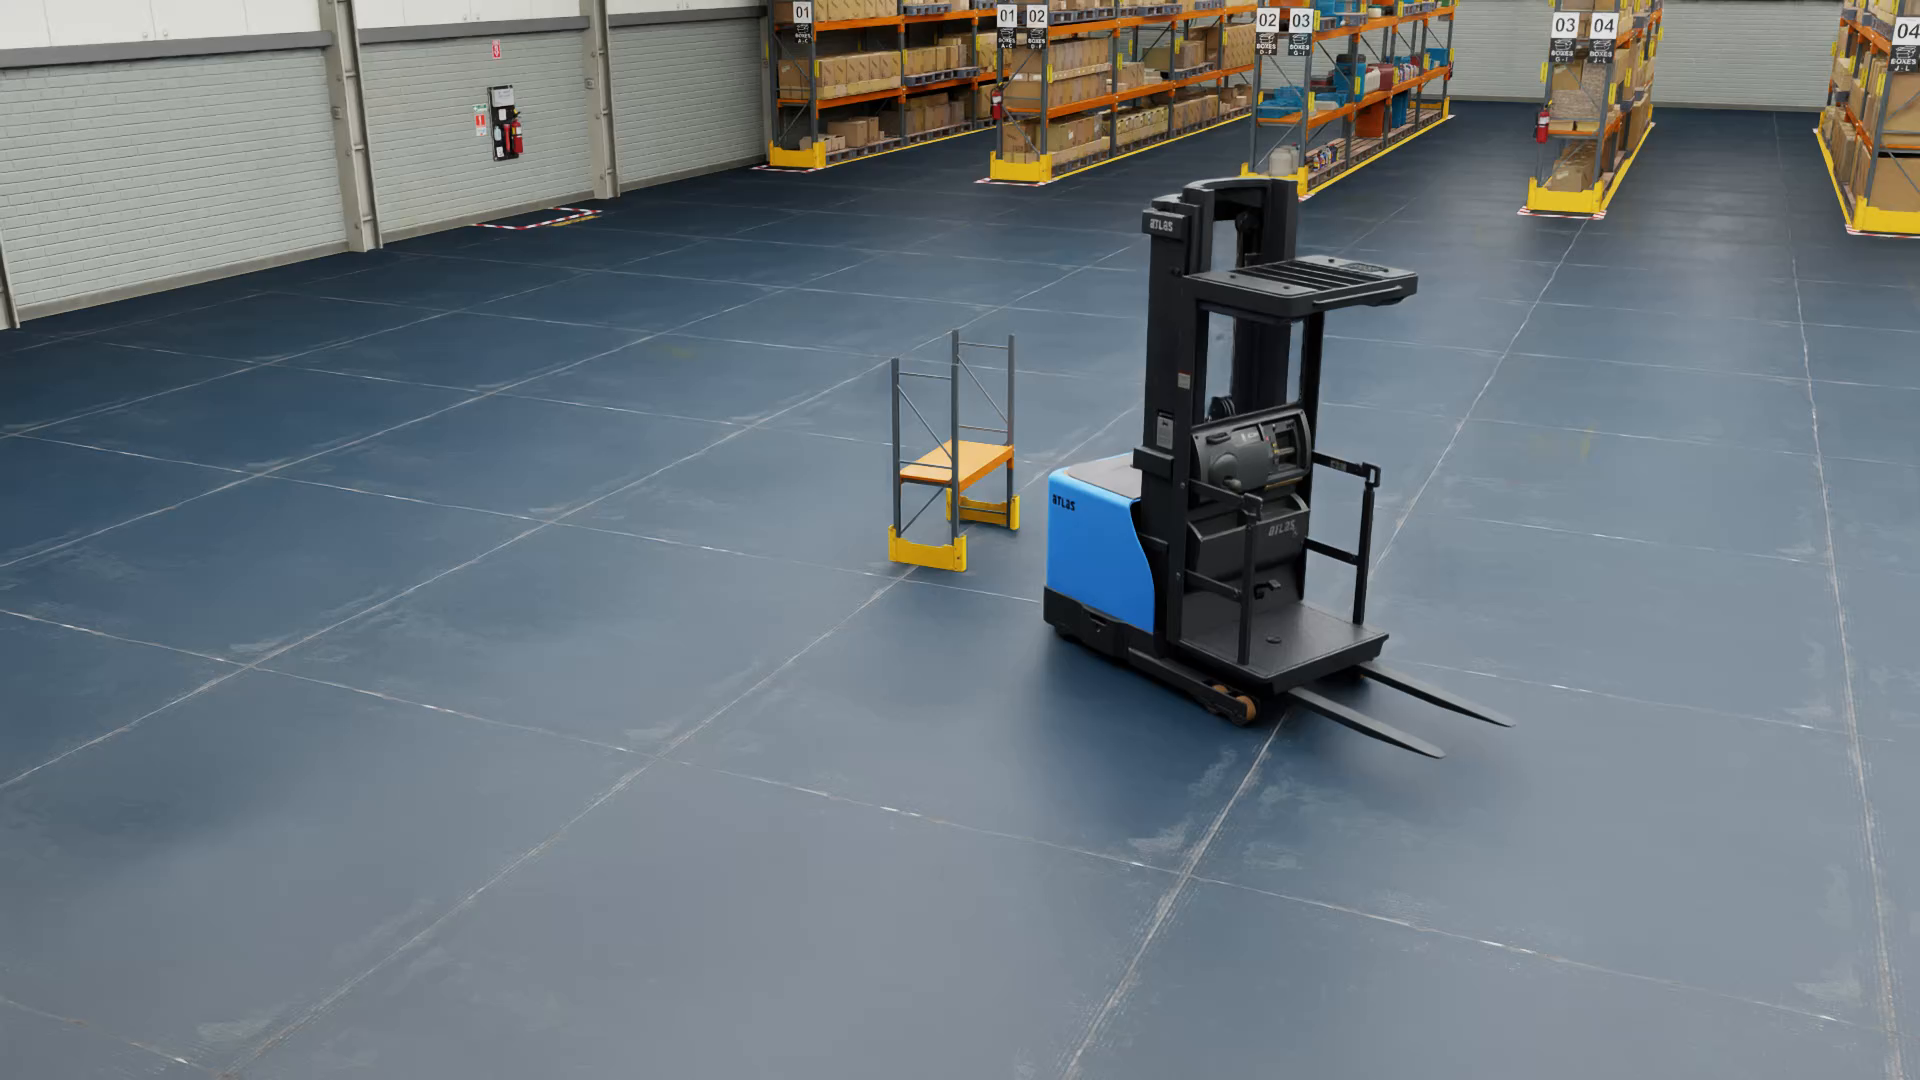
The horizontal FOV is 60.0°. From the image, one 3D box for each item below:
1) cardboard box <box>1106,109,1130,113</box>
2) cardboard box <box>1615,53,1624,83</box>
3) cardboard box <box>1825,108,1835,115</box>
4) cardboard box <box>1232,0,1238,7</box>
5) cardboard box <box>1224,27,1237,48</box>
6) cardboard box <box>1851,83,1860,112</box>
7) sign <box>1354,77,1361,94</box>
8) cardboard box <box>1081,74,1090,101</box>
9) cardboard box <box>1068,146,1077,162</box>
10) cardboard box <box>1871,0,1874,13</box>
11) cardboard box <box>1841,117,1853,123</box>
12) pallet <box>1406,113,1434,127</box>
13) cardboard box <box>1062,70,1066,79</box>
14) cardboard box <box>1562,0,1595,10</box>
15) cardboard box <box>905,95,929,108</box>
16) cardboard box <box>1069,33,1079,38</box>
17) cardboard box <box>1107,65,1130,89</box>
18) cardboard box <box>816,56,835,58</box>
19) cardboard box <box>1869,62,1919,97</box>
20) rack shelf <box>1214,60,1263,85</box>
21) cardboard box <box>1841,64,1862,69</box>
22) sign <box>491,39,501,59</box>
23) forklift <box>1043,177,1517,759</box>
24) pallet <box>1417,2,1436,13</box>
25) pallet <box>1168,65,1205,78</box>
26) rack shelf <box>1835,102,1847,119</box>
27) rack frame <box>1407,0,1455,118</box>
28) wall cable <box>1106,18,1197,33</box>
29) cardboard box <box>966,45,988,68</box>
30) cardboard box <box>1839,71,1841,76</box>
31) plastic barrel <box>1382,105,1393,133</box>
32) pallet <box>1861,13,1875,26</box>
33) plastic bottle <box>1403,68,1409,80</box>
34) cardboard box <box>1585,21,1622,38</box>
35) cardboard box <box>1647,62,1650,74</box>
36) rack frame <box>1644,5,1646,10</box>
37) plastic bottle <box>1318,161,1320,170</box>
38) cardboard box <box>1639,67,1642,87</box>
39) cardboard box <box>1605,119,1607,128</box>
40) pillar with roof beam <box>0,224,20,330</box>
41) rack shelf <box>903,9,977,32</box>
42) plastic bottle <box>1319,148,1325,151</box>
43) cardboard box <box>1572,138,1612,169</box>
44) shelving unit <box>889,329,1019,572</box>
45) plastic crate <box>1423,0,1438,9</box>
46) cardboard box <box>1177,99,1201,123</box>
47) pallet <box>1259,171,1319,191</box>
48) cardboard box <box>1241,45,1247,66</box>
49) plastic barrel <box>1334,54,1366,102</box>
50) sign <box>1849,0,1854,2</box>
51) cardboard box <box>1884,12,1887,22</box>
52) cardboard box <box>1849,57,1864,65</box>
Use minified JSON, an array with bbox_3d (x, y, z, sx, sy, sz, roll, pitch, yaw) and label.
[{"bbox_3d":[3.549,-9.530,37.430,0.500,0.311,0.500,8,21,21],"label":"cardboard box"},{"bbox_3d":[11.298,-8.243,29.084,0.500,0.500,0.500,9,21,23],"label":"cardboard box"},{"bbox_3d":[20.498,-10.036,38.951,0.380,0.149,0.250,8,21,23],"label":"cardboard box"},{"bbox_3d":[6.722,-13.633,42.074,0.500,0.250,0.500,9,21,23],"label":"cardboard box"},{"bbox_3d":[6.749,-12.805,42.357,0.500,0.500,0.500,8,21,21],"label":"cardboard box"},{"bbox_3d":[16.921,-8.214,30.939,0.500,0.500,0.500,8,21,22],"label":"cardboard box"},{"bbox_3d":[7.827,-8.949,32.742,0.100,0.325,0.005,9,21,23],"label":"sign"},{"bbox_3d":[2.217,-9.174,33.638,0.700,0.500,0.500,9,21,24],"label":"cardboard box"},{"bbox_3d":[2.003,-7.697,33.112,0.500,0.250,0.500,9,21,23],"label":"cardboard box"},{"bbox_3d":[17.057,-9.844,30.553,0.500,0.311,0.500,8,21,22],"label":"cardboard box"},{"bbox_3d":[18.011,-8.347,33.449,0.500,0.250,0.500,8,21,21],"label":"cardboard box"},{"bbox_3d":[11.370,-10.633,42.053,1.003,0.211,1.213,9,21,23],"label":"pallet"},{"bbox_3d":[1.846,-9.032,32.273,0.380,0.149,0.250,8,21,22],"label":"cardboard box"},{"bbox_3d":[10.614,-9.339,28.438,0.500,0.500,0.500,9,21,23],"label":"cardboard box"},{"bbox_3d":[-1.036,-10.161,38.519,0.500,0.250,0.500,8,21,21],"label":"cardboard box"},{"bbox_3d":[2.718,-13.685,46.025,0.980,0.700,0.700,8,21,22],"label":"cardboard box"},{"bbox_3d":[3.357,-10.019,36.014,0.500,0.500,0.500,10,22,27],"label":"cardboard box"},{"bbox_3d":[-2.925,-9.810,34.652,0.500,0.500,0.500,8,21,21],"label":"cardboard box"},{"bbox_3d":[15.684,-7.647,27.660,0.875,0.550,0.550,9,21,23],"label":"cardboard box"},{"bbox_3d":[6.907,-12.296,43.641,1.077,0.370,4.000,9,21,23],"label":"rack shelf"},{"bbox_3d":[18.175,-9.613,33.883,0.380,0.149,0.250,9,21,23],"label":"cardboard box"},{"bbox_3d":[-7.447,-7.886,26.706,0.001,0.298,0.199,9,21,23],"label":"sign"},{"bbox_3d":[1.835,-0.510,9.530,1.130,2.935,3.031,-14,24,-35],"label":"forklift"},{"bbox_3d":[10.374,-12.414,38.704,1.213,0.211,1.003,9,21,23],"label":"pallet"},{"bbox_3d":[5.242,-11.305,40.068,1.003,0.211,1.213,9,21,23],"label":"pallet"},{"bbox_3d":[18.789,-9.001,34.376,1.077,0.370,4.000,9,21,23],"label":"rack shelf"},{"bbox_3d":[12.244,-12.566,43.325,1.000,3.000,0.127,9,21,23],"label":"rack frame"},{"bbox_3d":[5.847,-16.968,51.386,3.097,2.526,0.112,9,21,23],"label":"wall cable"},{"bbox_3d":[0.362,-11.789,40.519,0.500,0.500,0.500,9,22,24],"label":"cardboard box"},{"bbox_3d":[18.283,-9.557,34.169,0.380,0.149,0.250,9,22,24],"label":"cardboard box"},{"bbox_3d":[9.615,-9.679,38.180,0.600,0.588,0.708,9,21,23],"label":"plastic barrel"},{"bbox_3d":[17.755,-9.849,31.492,1.213,0.211,1.003,10,22,25],"label":"pallet"},{"bbox_3d":[10.328,-10.813,38.581,0.152,0.276,0.135,9,21,23],"label":"plastic bottle"},{"bbox_3d":[10.643,-8.449,27.498,0.500,0.250,0.500,9,22,24],"label":"cardboard box"},{"bbox_3d":[15.764,-10.992,38.679,0.500,0.250,0.500,8,21,22],"label":"cardboard box"},{"bbox_3d":[13.486,-12.267,33.532,1.000,3.000,0.127,9,21,23],"label":"rack frame"},{"bbox_3d":[6.761,-7.106,31.494,0.097,0.201,0.097,0,20,0],"label":"plastic bottle"},{"bbox_3d":[14.349,-9.914,35.719,0.500,0.500,0.500,8,21,22],"label":"cardboard box"},{"bbox_3d":[10.780,-7.079,28.272,0.380,0.149,0.250,9,21,23],"label":"cardboard box"},{"bbox_3d":[-7.293,-6.100,16.191,9.100,9.000,0.400,9,21,23],"label":"pillar with roof beam"},{"bbox_3d":[-0.890,-11.942,38.169,1.077,0.370,4.000,9,21,23],"label":"rack shelf"},{"bbox_3d":[7.105,-7.539,32.598,0.152,0.276,0.135,9,21,23],"label":"plastic bottle"},{"bbox_3d":[12.119,-7.432,31.964,0.700,0.500,0.500,7,21,19],"label":"cardboard box"},{"bbox_3d":[-0.031,-0.683,12.152,0.587,1.500,1.083,9,21,23],"label":"shelving unit"},{"bbox_3d":[11.364,-13.037,40.368,0.497,0.269,0.590,9,21,23],"label":"plastic crate"},{"bbox_3d":[5.526,-10.404,40.321,0.500,0.500,0.500,8,21,21],"label":"cardboard box"},{"bbox_3d":[6.017,-6.638,30.819,1.003,0.211,1.213,9,21,23],"label":"pallet"},{"bbox_3d":[7.166,-12.654,43.425,0.500,0.500,0.500,8,21,22],"label":"cardboard box"},{"bbox_3d":[7.764,-9.210,33.141,0.600,0.901,0.708,9,21,23],"label":"plastic barrel"},{"bbox_3d":[19.110,-11.681,35.589,0.100,0.325,0.005,9,21,23],"label":"sign"},{"bbox_3d":[15.146,-8.438,26.840,0.380,0.149,0.250,9,21,23],"label":"cardboard box"},{"bbox_3d":[19.548,-10.326,36.433,0.500,0.500,0.500,9,21,23],"label":"cardboard box"}]
